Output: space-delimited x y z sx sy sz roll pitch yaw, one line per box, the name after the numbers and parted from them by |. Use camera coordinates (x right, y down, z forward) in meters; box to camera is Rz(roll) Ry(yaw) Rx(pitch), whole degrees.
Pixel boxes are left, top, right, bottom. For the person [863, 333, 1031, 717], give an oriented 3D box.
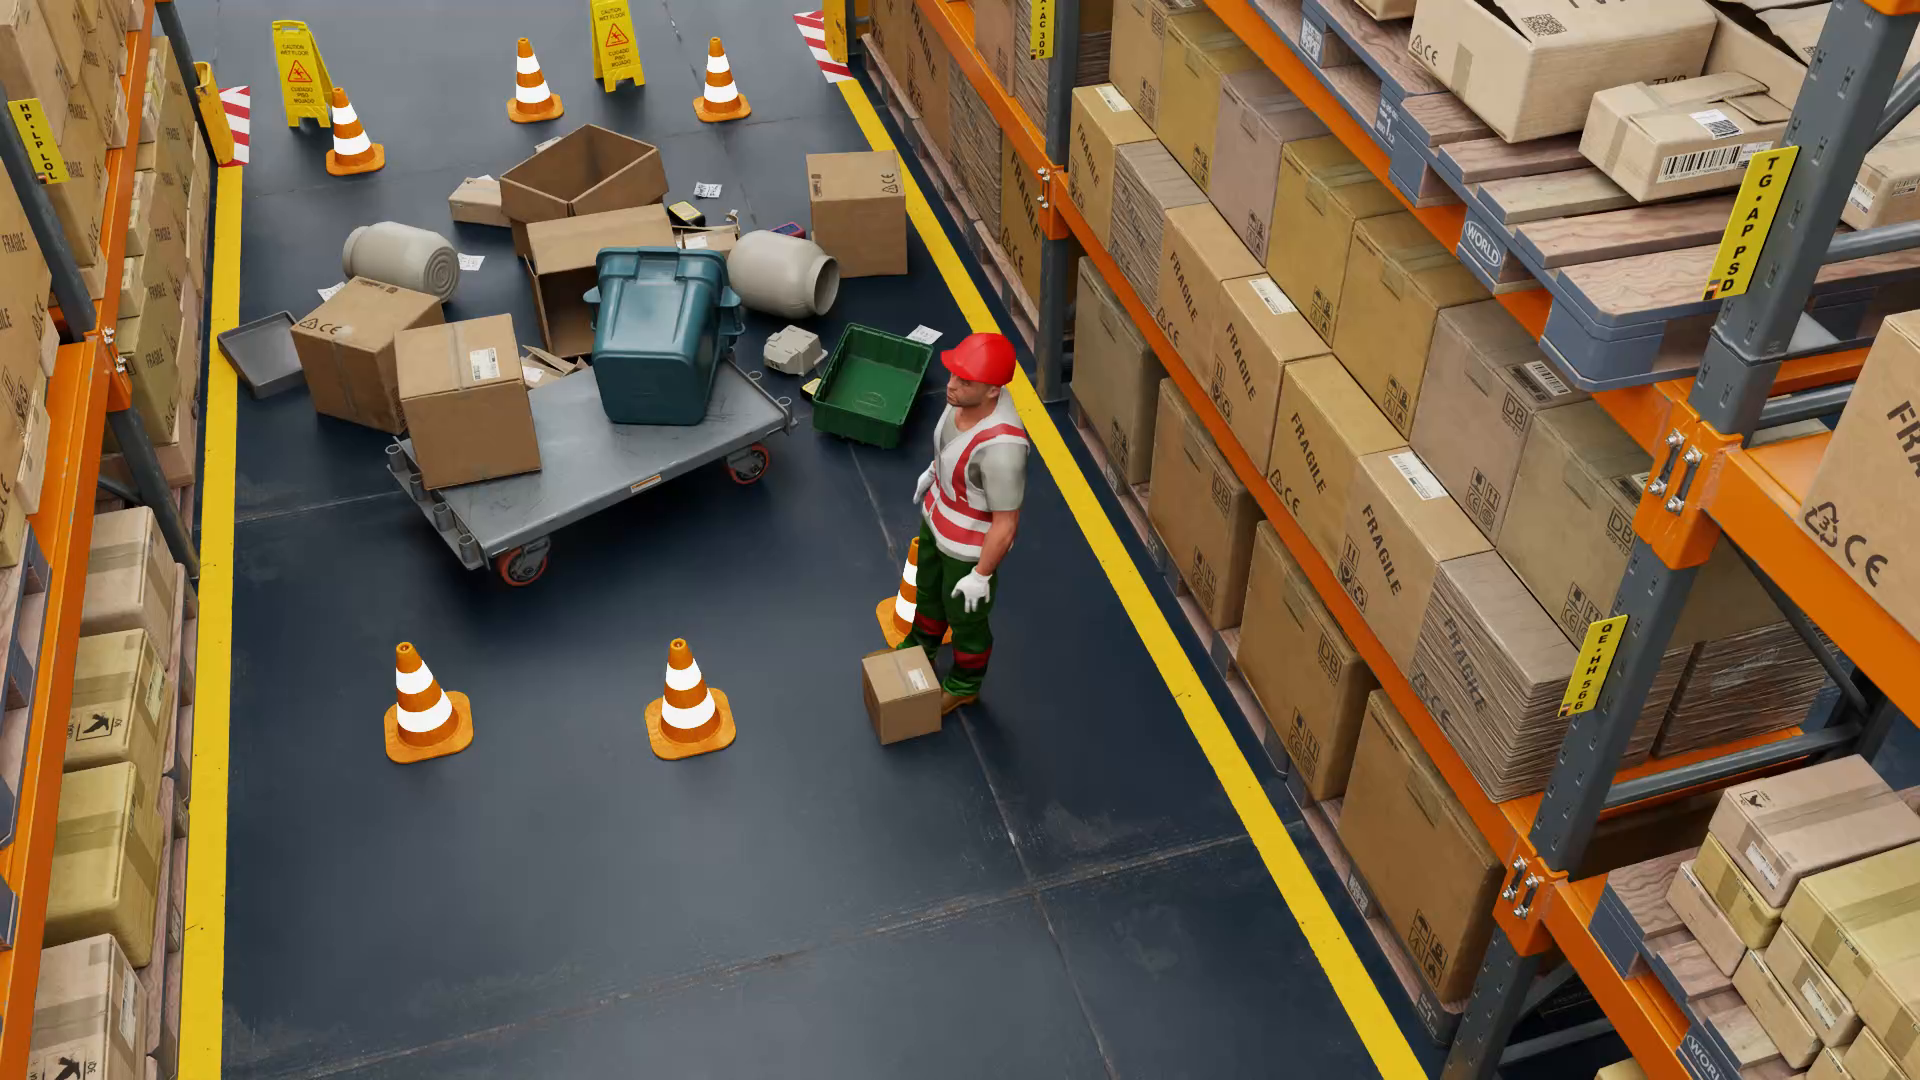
-0.059 -0.025 6.155 0.565 1.787 0.638 -12 43 -13 | person
